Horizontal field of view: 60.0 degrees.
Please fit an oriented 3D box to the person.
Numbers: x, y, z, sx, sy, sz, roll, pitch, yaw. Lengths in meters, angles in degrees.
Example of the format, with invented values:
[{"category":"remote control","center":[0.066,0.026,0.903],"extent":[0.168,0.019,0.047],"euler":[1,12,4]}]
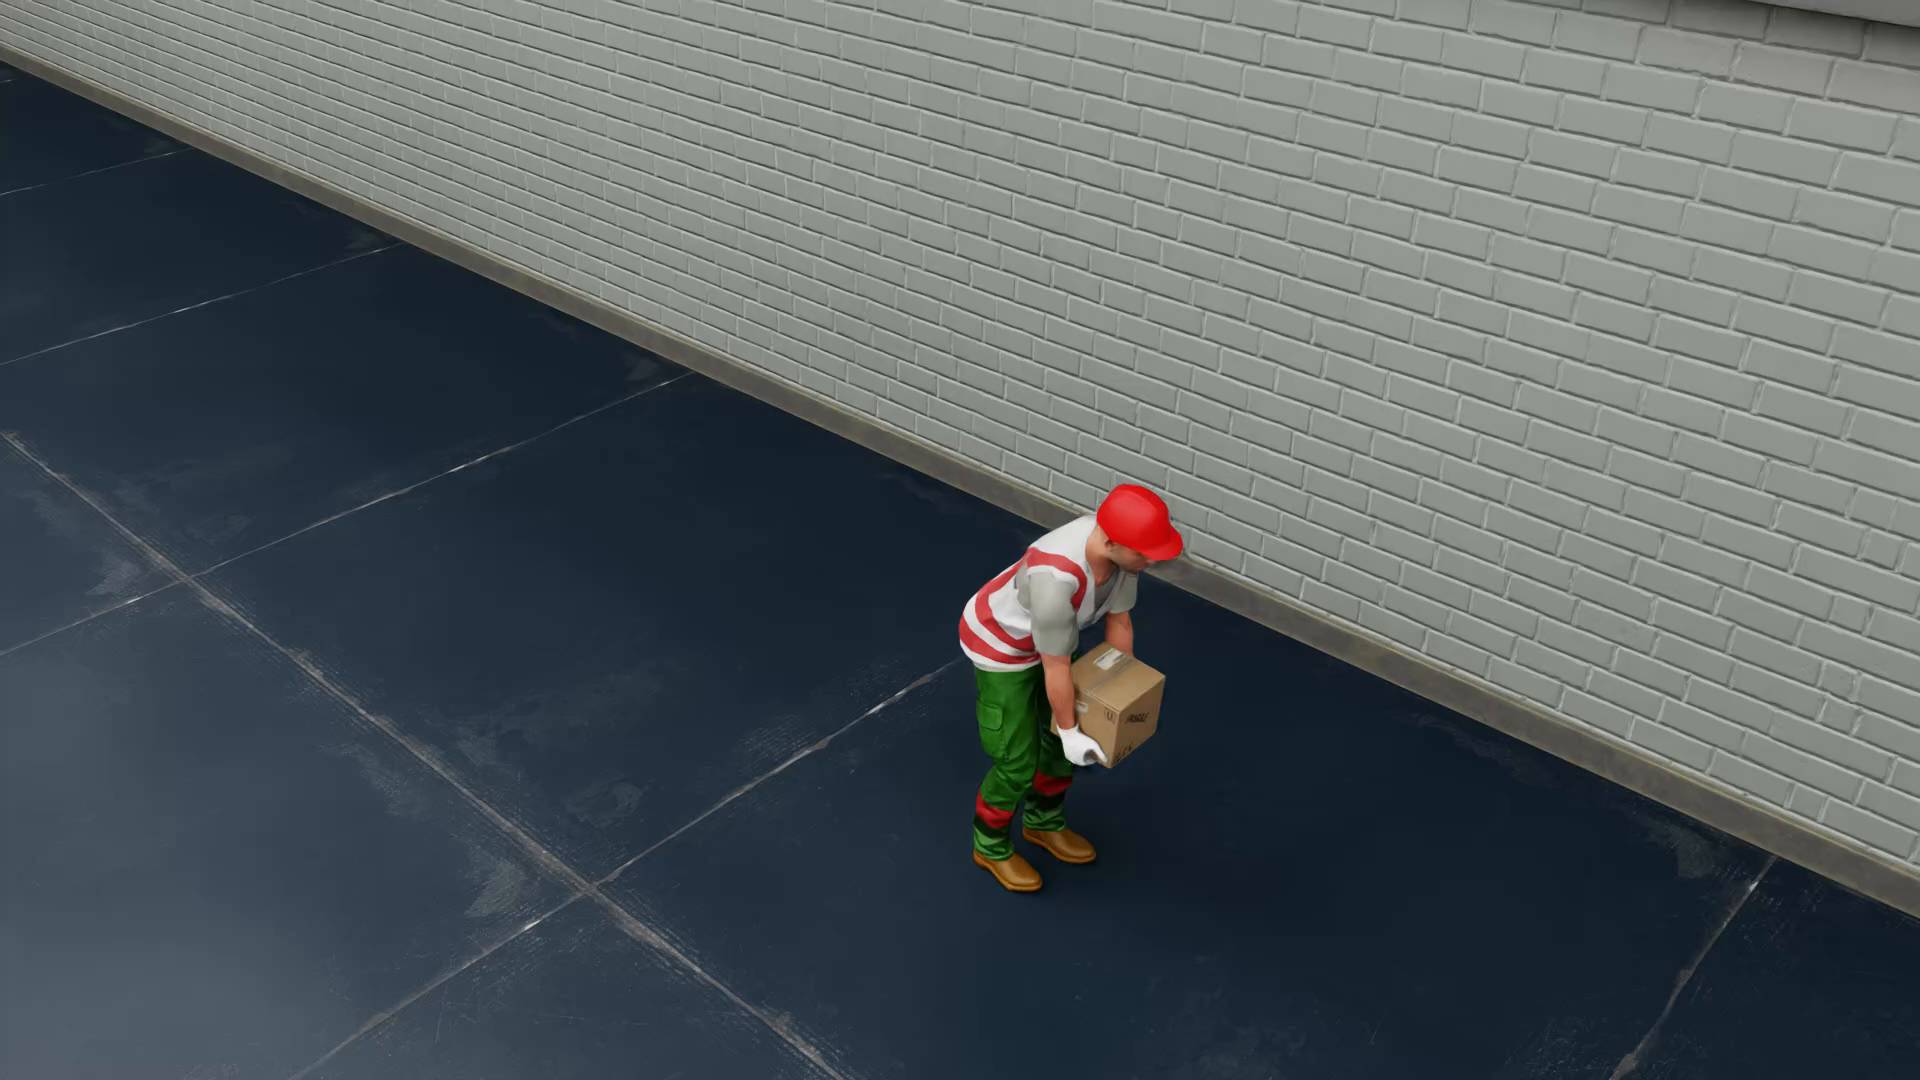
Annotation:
[{"category":"person","center":[0.355,0.473,5.477],"extent":[0.739,1.628,0.492],"euler":[24,39,34]}]
